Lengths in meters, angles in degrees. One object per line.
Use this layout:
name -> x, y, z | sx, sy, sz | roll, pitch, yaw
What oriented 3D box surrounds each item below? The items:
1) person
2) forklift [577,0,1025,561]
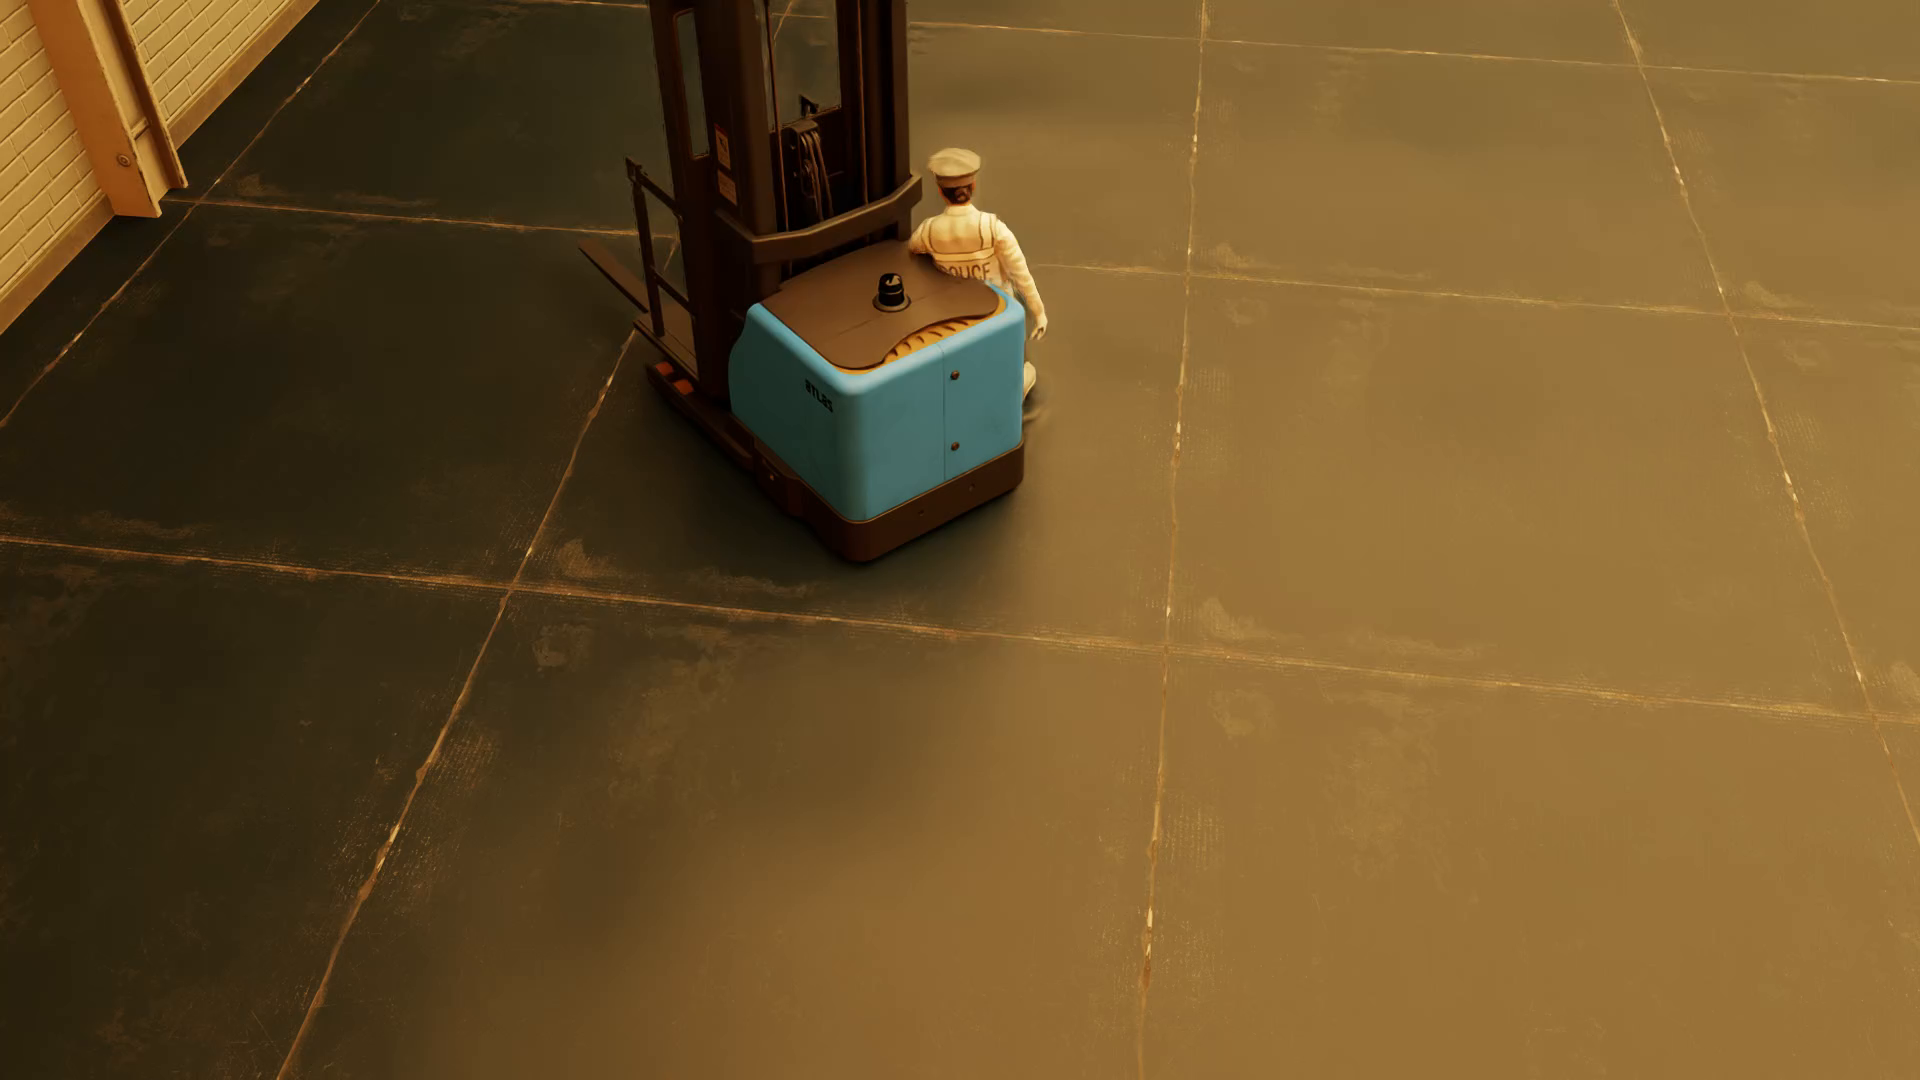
person -> 0.066, -1.175, 7.985 | 0.729, 1.575, 0.841 | 4, 43, 5
forklift -> -0.982, -1.927, 7.822 | 1.130, 2.935, 3.031 | -27, 49, -27
